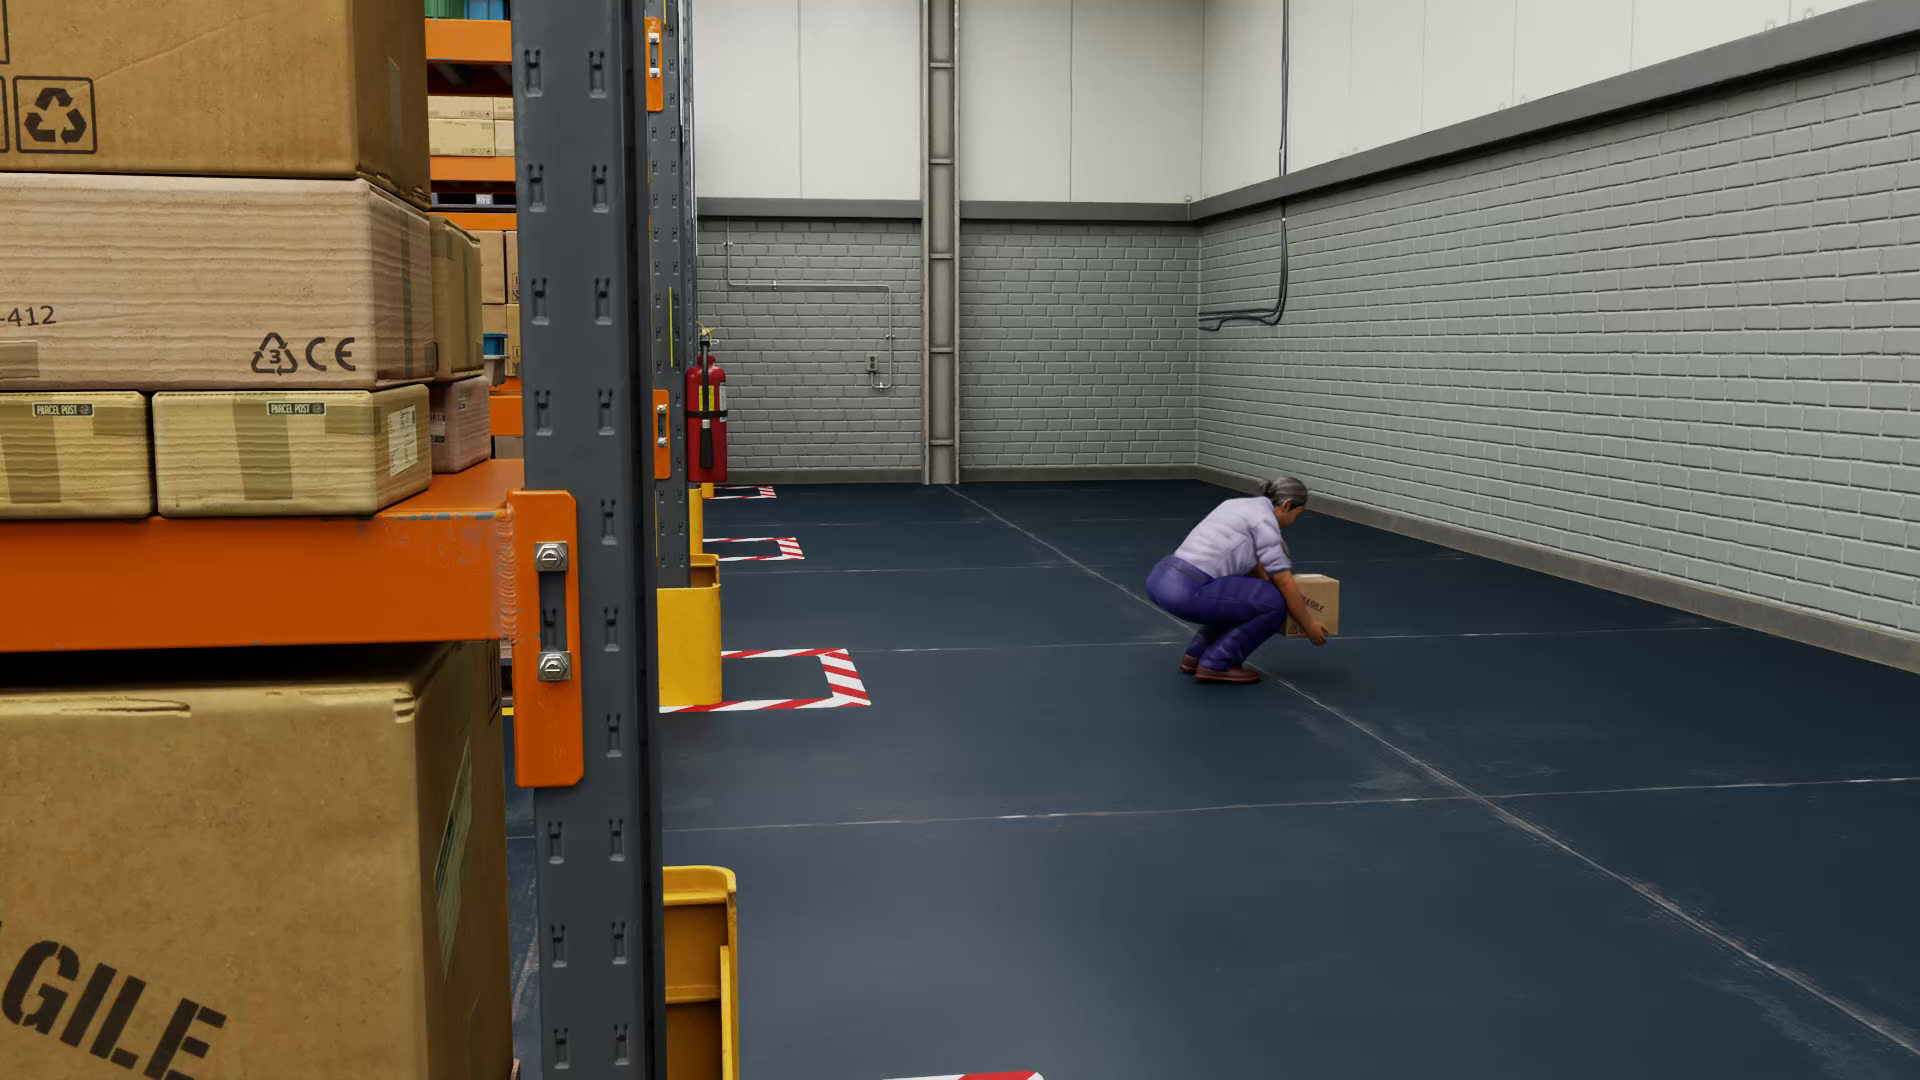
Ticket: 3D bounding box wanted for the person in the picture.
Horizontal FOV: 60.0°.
[{"bbox_3d":[1.256,0.174,7.610,0.810,0.923,0.532,-1,7,-8],"label":"person"}]
